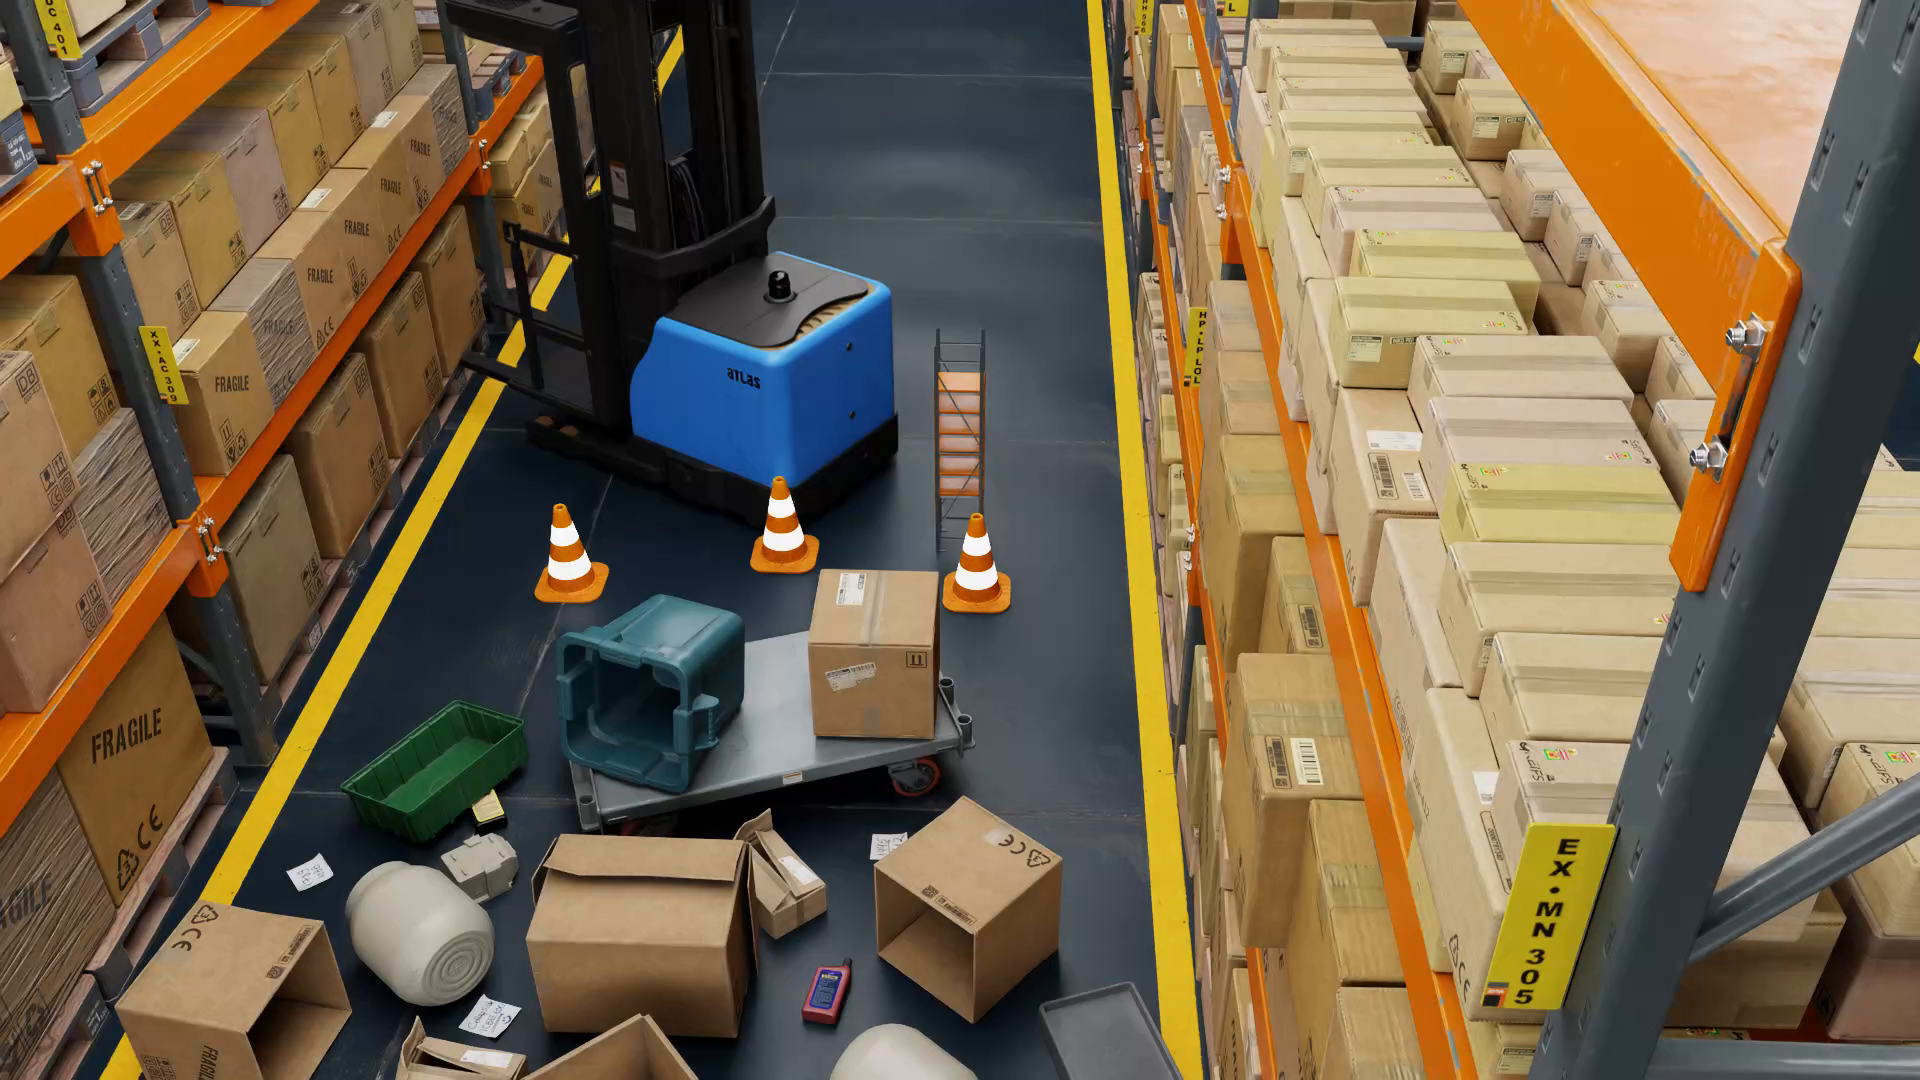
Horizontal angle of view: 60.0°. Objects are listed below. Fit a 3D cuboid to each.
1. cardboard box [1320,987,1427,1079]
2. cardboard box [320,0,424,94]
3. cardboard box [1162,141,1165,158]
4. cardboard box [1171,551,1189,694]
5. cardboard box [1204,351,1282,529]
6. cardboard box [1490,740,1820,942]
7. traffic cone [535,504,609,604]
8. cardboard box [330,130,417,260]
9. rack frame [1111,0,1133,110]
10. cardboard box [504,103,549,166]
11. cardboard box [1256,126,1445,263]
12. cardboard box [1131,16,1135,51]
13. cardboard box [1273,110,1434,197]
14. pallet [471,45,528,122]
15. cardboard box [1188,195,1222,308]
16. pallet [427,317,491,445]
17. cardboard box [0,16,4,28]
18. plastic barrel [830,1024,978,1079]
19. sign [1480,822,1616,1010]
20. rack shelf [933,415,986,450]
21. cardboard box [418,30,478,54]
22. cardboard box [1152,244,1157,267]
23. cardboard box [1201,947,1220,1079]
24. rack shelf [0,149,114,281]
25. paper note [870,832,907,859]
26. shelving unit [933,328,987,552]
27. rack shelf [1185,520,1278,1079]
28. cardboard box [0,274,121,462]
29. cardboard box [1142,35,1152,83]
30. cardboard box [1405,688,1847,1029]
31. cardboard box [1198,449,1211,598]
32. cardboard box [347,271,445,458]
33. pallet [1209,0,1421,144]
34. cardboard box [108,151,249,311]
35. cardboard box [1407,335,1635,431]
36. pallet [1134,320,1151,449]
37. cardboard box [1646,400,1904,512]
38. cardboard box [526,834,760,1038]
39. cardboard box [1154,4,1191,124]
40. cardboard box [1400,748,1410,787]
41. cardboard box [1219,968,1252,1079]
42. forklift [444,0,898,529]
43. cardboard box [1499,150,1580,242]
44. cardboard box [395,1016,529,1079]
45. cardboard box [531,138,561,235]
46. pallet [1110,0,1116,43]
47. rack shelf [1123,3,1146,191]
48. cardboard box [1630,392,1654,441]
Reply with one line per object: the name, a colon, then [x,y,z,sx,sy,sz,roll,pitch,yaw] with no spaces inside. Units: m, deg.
cardboard box: [1.075,1.211,3.149,0.700,0.500,0.500,1,35,1]
cardboard box: [-3.384,-2.764,9.063,0.700,0.500,0.500,1,35,2]
cardboard box: [1.293,-2.084,8.906,0.380,0.149,0.250,-1,35,-1]
cardboard box: [1.452,0.385,7.460,0.950,0.372,0.625,2,35,2]
cardboard box: [1.157,-0.248,5.225,0.700,0.500,0.500,2,35,2]
cardboard box: [0.991,0.429,2.393,0.380,0.149,0.250,2,35,2]
traffic cone: [-1.954,0.029,8.252,0.336,0.463,0.334,1,35,2]
cardboard box: [-3.147,-1.774,8.524,0.500,0.500,0.500,1,35,1]
rack frame: [1.755,-4.813,12.936,1.000,3.000,0.127,1,35,2]
cardboard box: [-3.066,-2.709,11.099,0.500,0.250,0.500,1,35,1]
cardboard box: [1.131,-0.962,4.718,0.500,0.250,0.500,1,35,1]
cardboard box: [1.396,-3.333,10.960,0.500,0.250,0.500,1,35,1]
cardboard box: [1.057,-1.043,4.487,0.380,0.149,0.250,1,35,2]
pallet: [-3.434,-2.905,10.387,1.213,0.211,1.003,1,35,2]
cardboard box: [1.241,-1.107,6.952,0.500,0.500,0.500,2,35,2]
pallet: [-3.463,-0.979,9.906,1.003,0.211,1.213,1,35,2]
cardboard box: [-3.648,-2.062,6.090,0.500,0.250,0.500,2,35,2]
plastic barrel: [-0.157,1.913,5.605,0.512,0.421,0.421,28,44,33]
sign: [0.719,0.467,2.044,0.100,0.325,0.005,1,35,2]
rack shelf: [-0.001,-0.544,8.295,0.258,0.103,0.180,1,35,2]
cardboard box: [-3.136,-3.035,10.000,0.380,0.149,0.250,3,35,4]
cardboard box: [1.705,-2.213,10.718,0.875,0.875,0.875,1,35,1]
cardboard box: [1.111,1.681,5.722,0.500,0.250,0.500,1,35,1]
rack shelf: [-3.597,-0.057,4.185,1.077,0.370,4.000,1,35,2]
paper note: [-0.292,1.263,6.872,0.148,0.019,0.142,1,35,2]
shelving unit: [-0.001,-0.483,8.339,0.258,1.200,0.189,1,35,2]
rack shelf: [1.353,1.226,4.968,1.077,0.370,4.000,1,35,2]
cardboard box: [-3.566,-0.565,5.822,0.875,0.550,0.550,1,35,2]
cardboard box: [1.360,-2.943,9.970,0.500,0.250,0.500,1,35,2]
cardboard box: [1.024,0.493,2.648,0.500,0.250,0.500,1,35,1]
cardboard box: [1.137,-0.133,5.931,0.500,0.500,0.500,1,35,2]
cardboard box: [-3.502,-0.973,9.062,1.050,0.750,0.750,2,35,3]
pallet: [1.565,-1.720,6.089,1.213,0.211,1.003,1,35,2]
cardboard box: [-3.484,-1.304,6.986,0.700,0.500,0.500,1,35,1]
cardboard box: [1.147,-0.300,3.430,0.380,0.149,0.250,0,35,1]
pallet: [1.561,-0.925,9.829,1.003,0.211,1.213,1,35,2]
cardboard box: [1.556,-0.144,3.208,0.380,0.149,0.250,1,35,2]
cardboard box: [-1.157,1.442,6.089,0.797,0.637,0.503,1,35,2]
cardboard box: [1.345,-2.597,9.071,0.500,0.500,0.500,0,35,1]
cardboard box: [1.030,0.449,3.057,0.380,0.149,0.250,2,35,3]
cardboard box: [1.089,1.671,5.083,0.500,0.500,0.500,1,35,1]
forklift: [-1.853,-1.904,8.856,3.031,2.935,1.130,21,40,27]
cardboard box: [1.613,-0.882,4.258,0.380,0.149,0.250,1,35,1]
cardboard box: [-1.745,1.875,5.796,0.396,0.266,0.258,7,36,10]
cardboard box: [-3.056,-2.410,11.325,0.500,0.500,0.500,2,35,2]
pallet: [1.910,-4.810,15.357,1.003,0.211,1.213,1,35,2]
rack shelf: [1.675,-3.370,11.508,1.077,0.370,4.000,1,35,2]
cardboard box: [1.585,-0.076,3.458,0.500,0.250,0.500,2,35,3]
